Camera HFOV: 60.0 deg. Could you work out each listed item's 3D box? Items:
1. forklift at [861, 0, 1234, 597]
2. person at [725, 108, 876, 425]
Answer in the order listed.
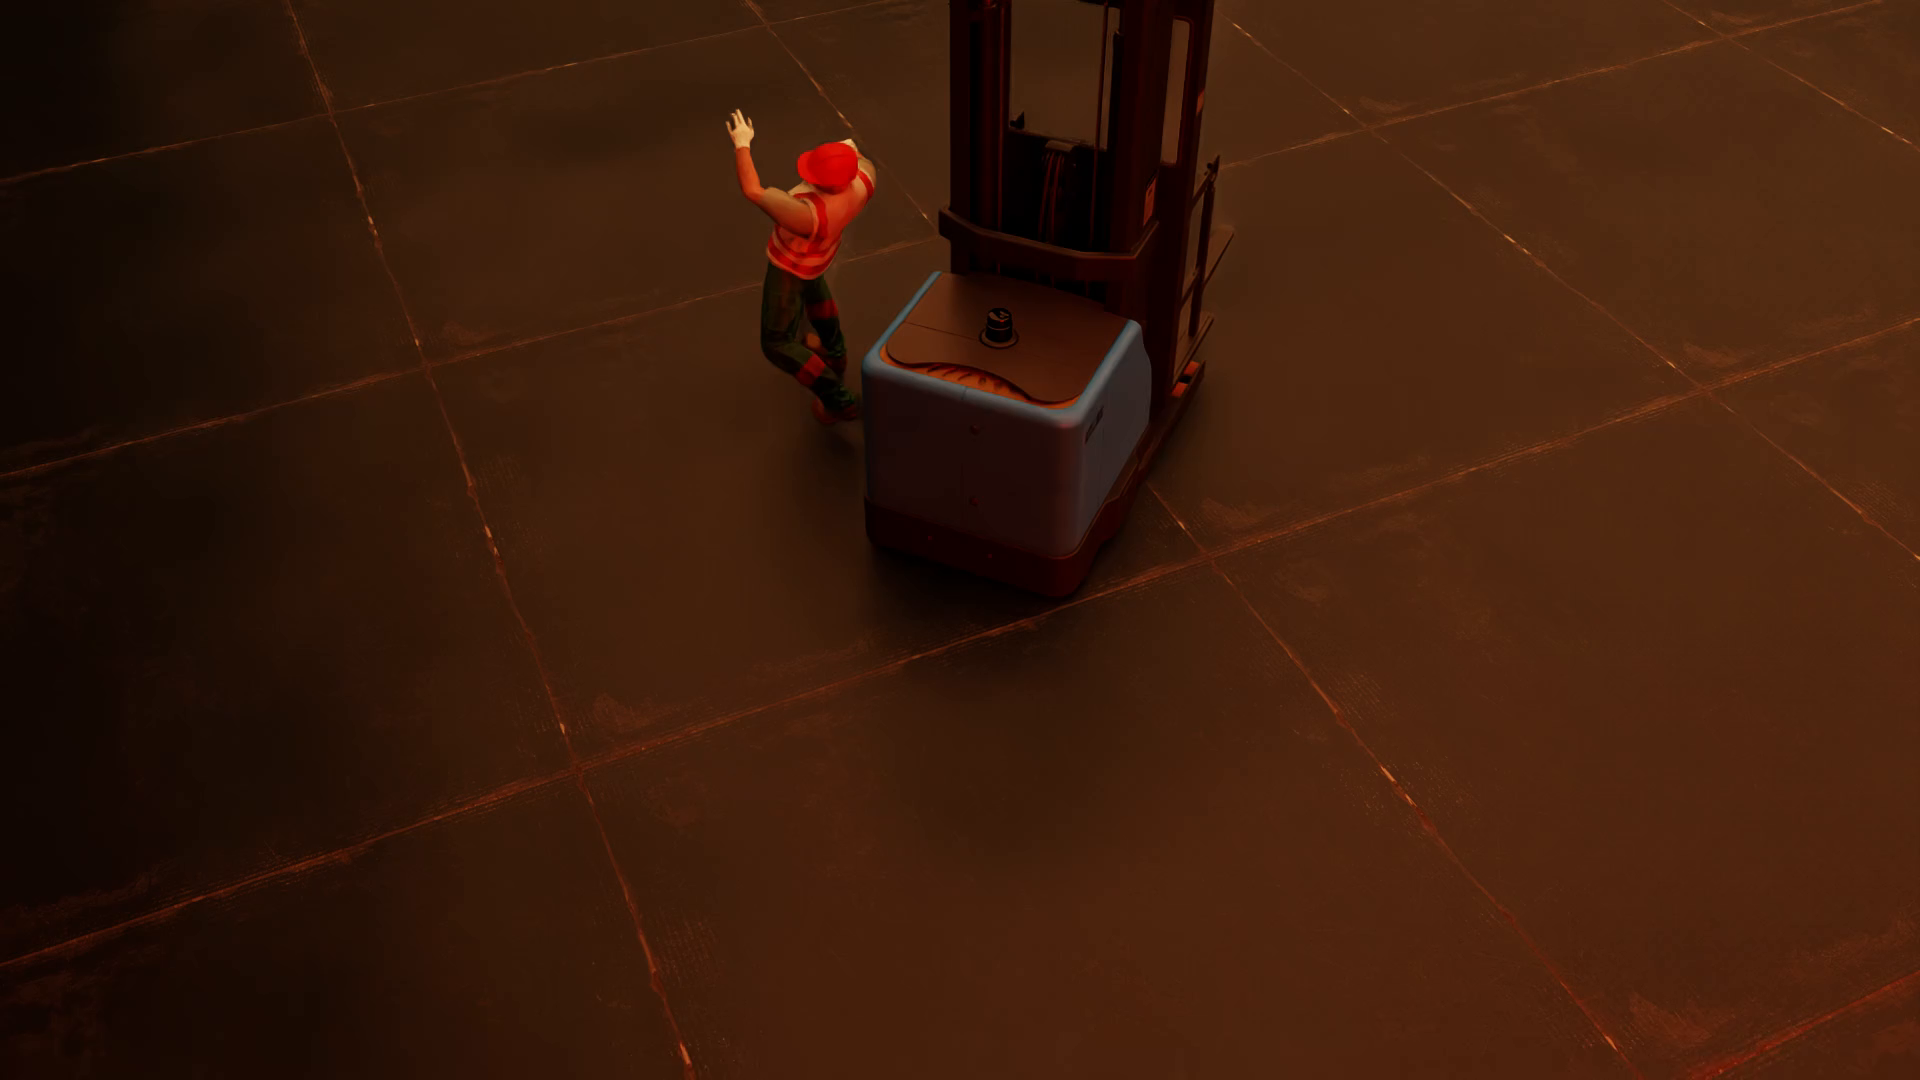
[{"bbox_3d":[0.623,-1.828,7.639,1.130,2.935,3.031,17,46,17],"label":"forklift"},{"bbox_3d":[-0.691,-1.472,8.250,0.775,1.535,1.044,14,45,15],"label":"person"}]
